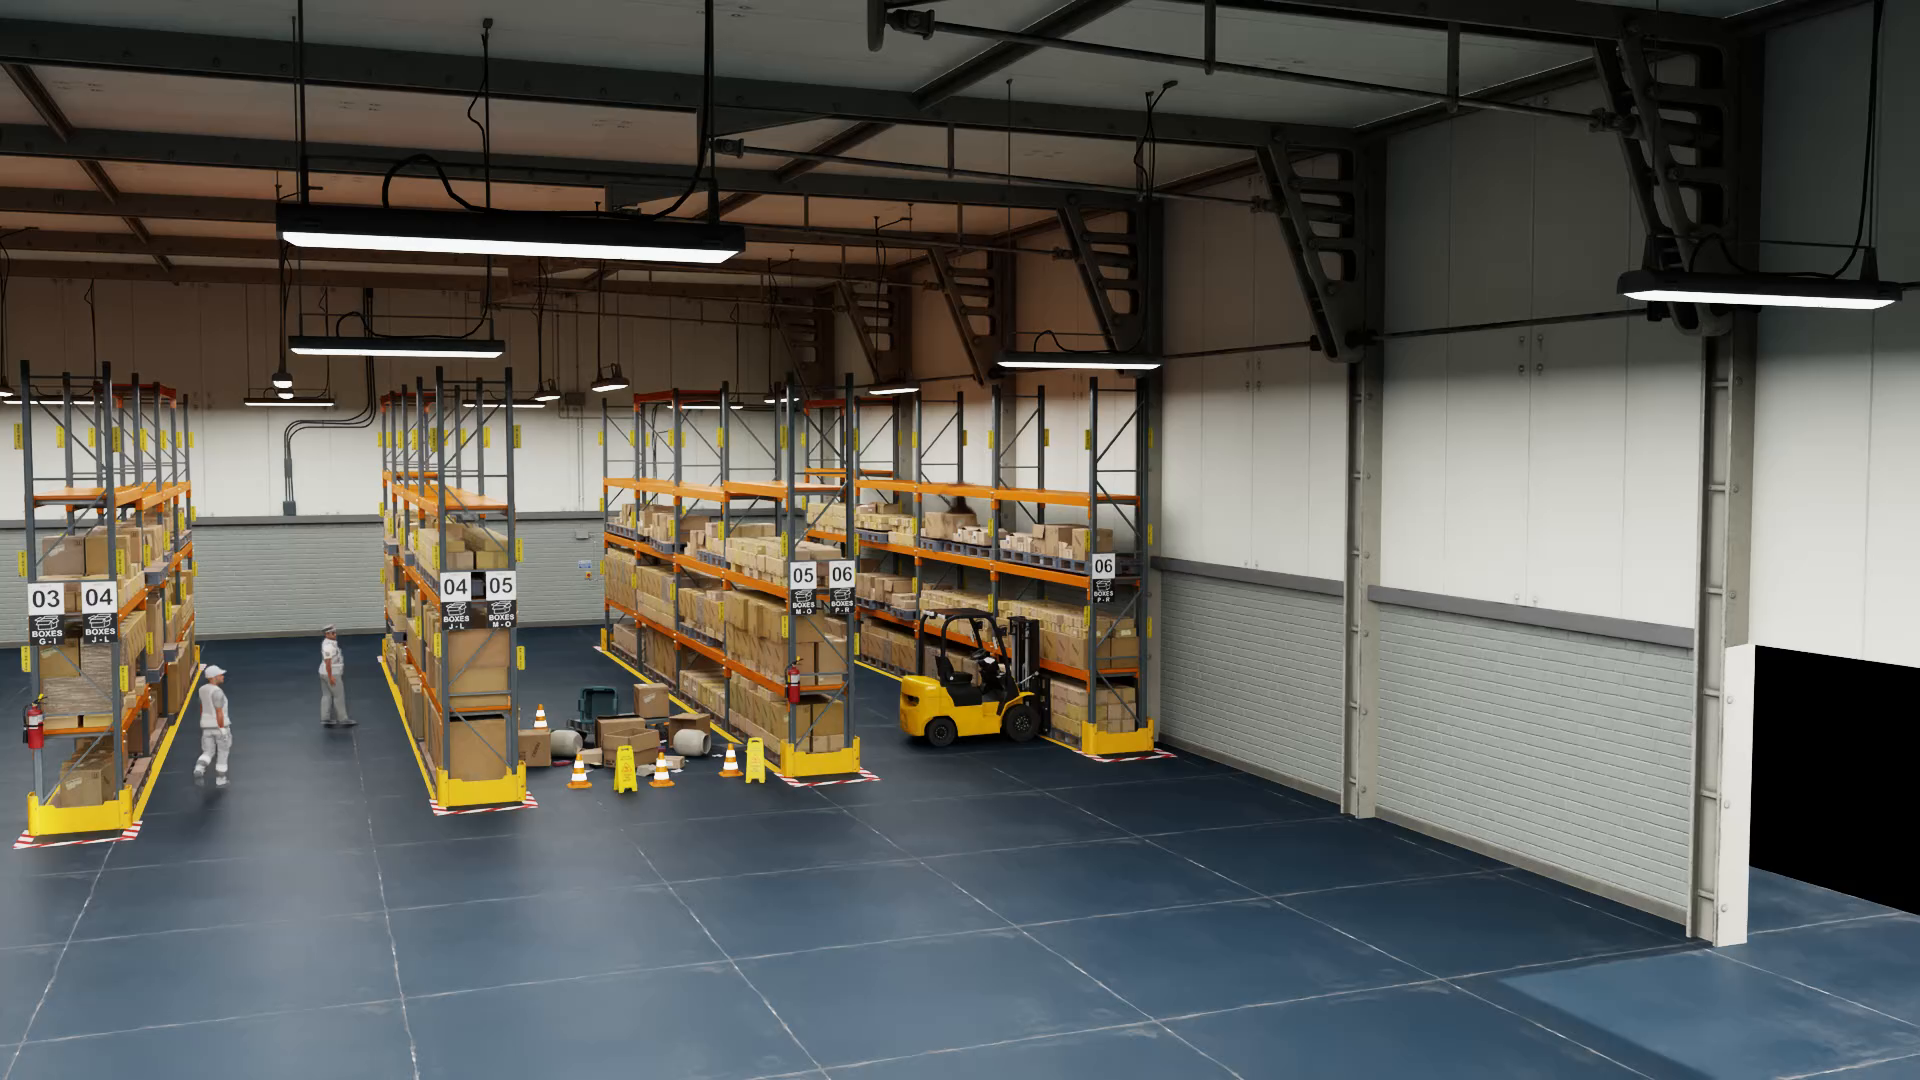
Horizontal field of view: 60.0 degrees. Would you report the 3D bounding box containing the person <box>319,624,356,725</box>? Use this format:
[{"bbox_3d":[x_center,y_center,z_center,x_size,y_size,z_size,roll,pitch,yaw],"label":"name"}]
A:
[{"bbox_3d":[-10.957,2.359,29.233,0.549,1.774,0.553,-2,4,-35],"label":"person"}]

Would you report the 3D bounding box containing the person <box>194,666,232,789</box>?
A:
[{"bbox_3d":[-10.660,2.679,23.678,0.500,1.779,0.726,0,3,6],"label":"person"}]
